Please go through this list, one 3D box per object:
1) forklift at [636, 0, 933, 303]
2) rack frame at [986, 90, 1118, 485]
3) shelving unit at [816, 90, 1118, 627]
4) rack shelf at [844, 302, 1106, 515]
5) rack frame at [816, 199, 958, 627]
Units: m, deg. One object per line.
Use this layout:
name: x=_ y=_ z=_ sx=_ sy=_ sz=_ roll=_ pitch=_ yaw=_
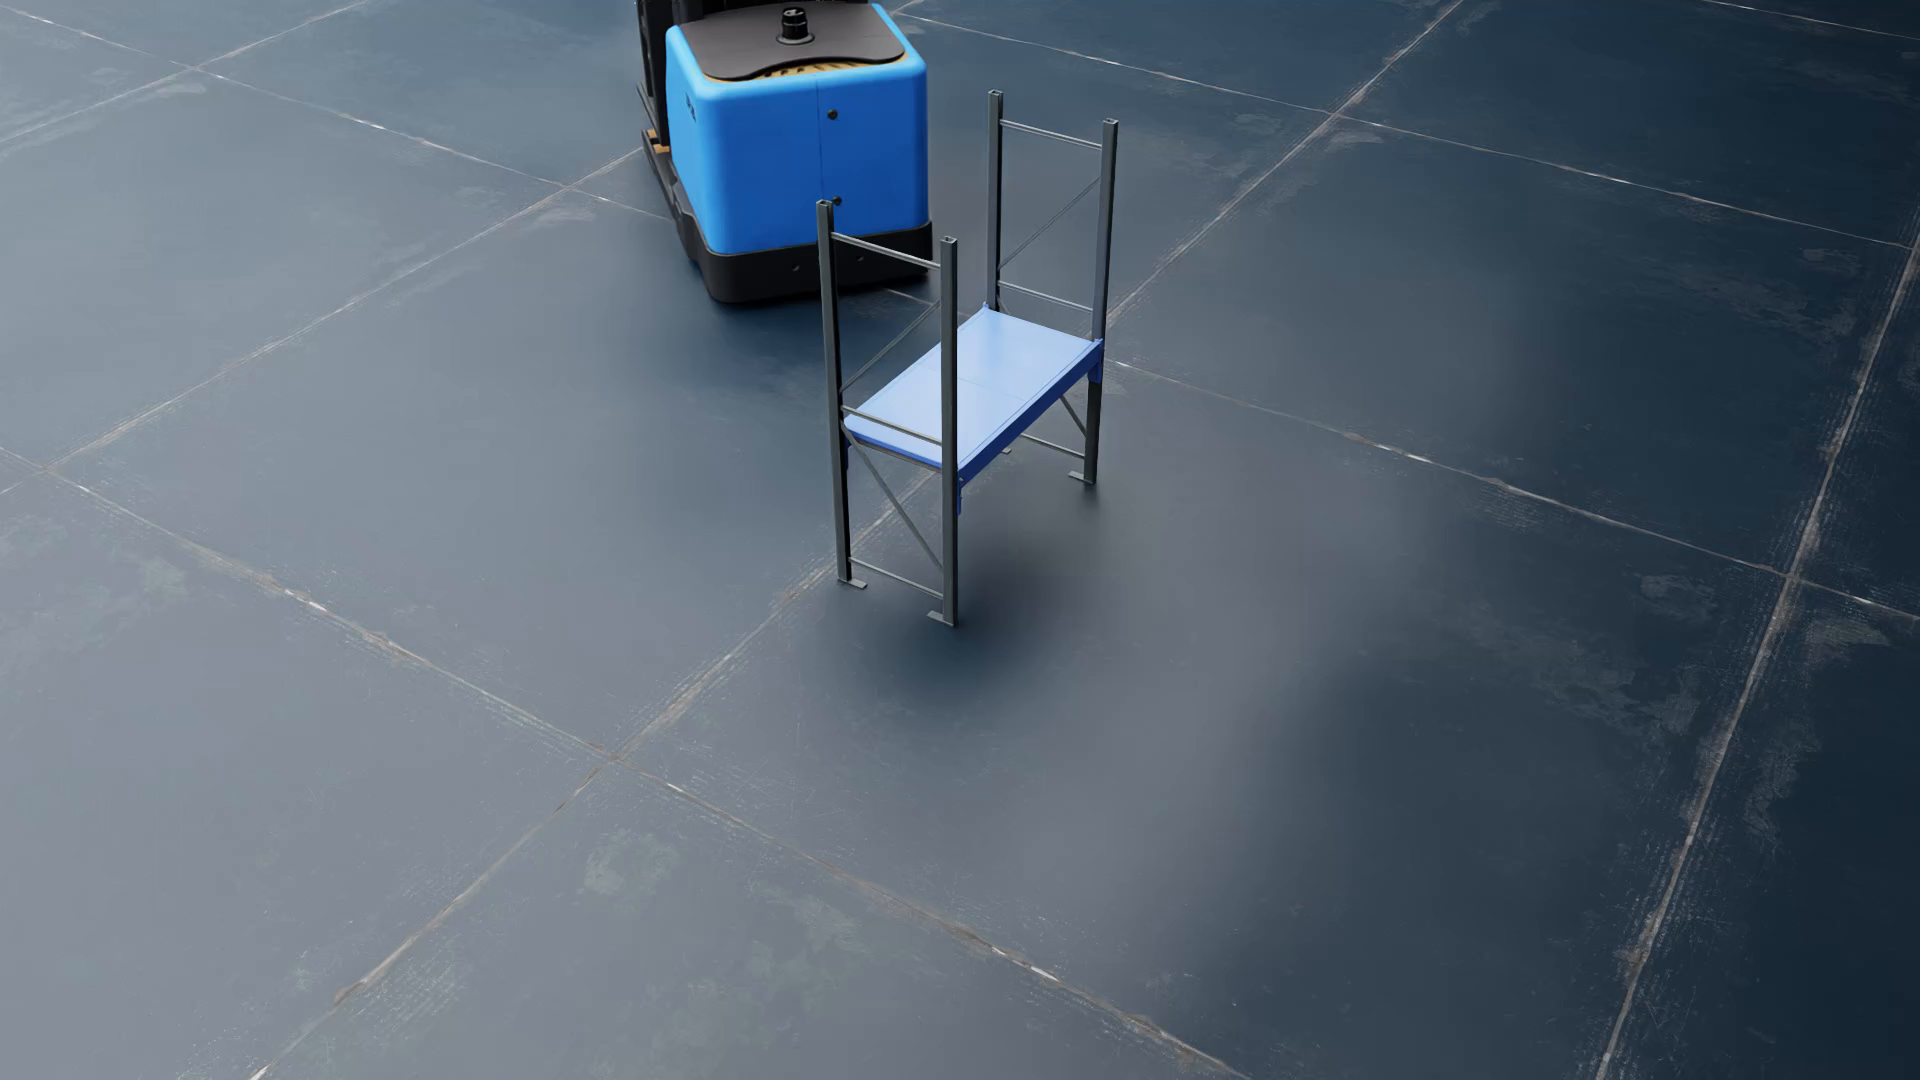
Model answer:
forklift: x=-1.059 y=-3.137 z=7.918 sx=1.130 sy=2.935 sz=3.031 roll=-11 pitch=39 yaw=-14
rack frame: x=0.318 y=-0.900 z=6.189 sx=0.500 sy=1.500 sz=0.032 roll=21 pitch=42 yaw=25
shelving unit: x=0.046 y=-0.638 z=5.849 sx=0.538 sy=1.500 sz=1.048 roll=21 pitch=42 yaw=25
rack shelf: x=0.046 y=-0.496 z=5.959 sx=0.538 sy=0.185 sz=1.000 roll=21 pitch=42 yaw=25
rack frame: x=-0.227 y=-0.376 z=5.509 sx=0.500 sy=1.500 sz=0.032 roll=21 pitch=42 yaw=25
